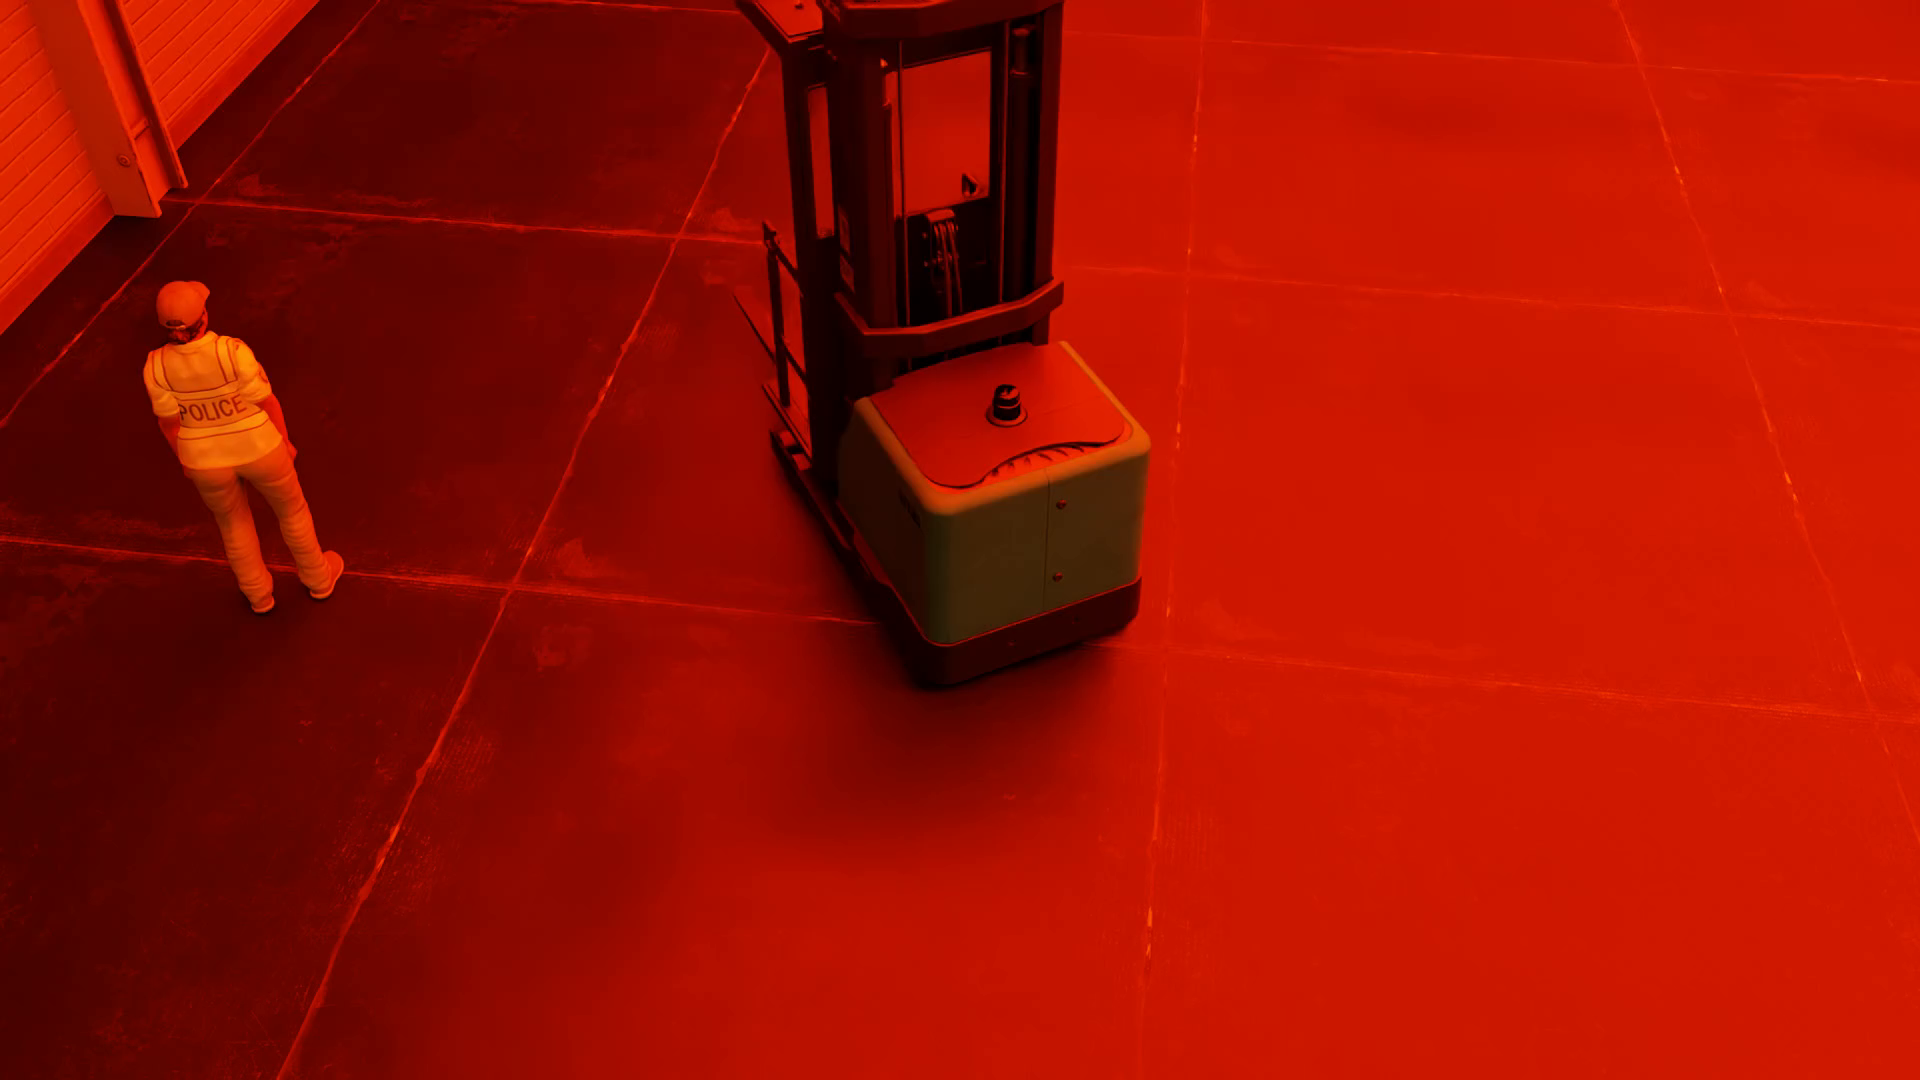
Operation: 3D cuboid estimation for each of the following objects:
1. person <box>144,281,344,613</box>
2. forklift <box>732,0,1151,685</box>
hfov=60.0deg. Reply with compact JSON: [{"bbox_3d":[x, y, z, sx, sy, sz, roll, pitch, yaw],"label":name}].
[{"bbox_3d":[-3.078,-0.385,7.083,0.480,1.669,0.389,-11,44,-12],"label":"person"},{"bbox_3d":[-0.288,-1.460,7.314,1.130,2.935,3.031,-18,45,-18],"label":"forklift"}]
